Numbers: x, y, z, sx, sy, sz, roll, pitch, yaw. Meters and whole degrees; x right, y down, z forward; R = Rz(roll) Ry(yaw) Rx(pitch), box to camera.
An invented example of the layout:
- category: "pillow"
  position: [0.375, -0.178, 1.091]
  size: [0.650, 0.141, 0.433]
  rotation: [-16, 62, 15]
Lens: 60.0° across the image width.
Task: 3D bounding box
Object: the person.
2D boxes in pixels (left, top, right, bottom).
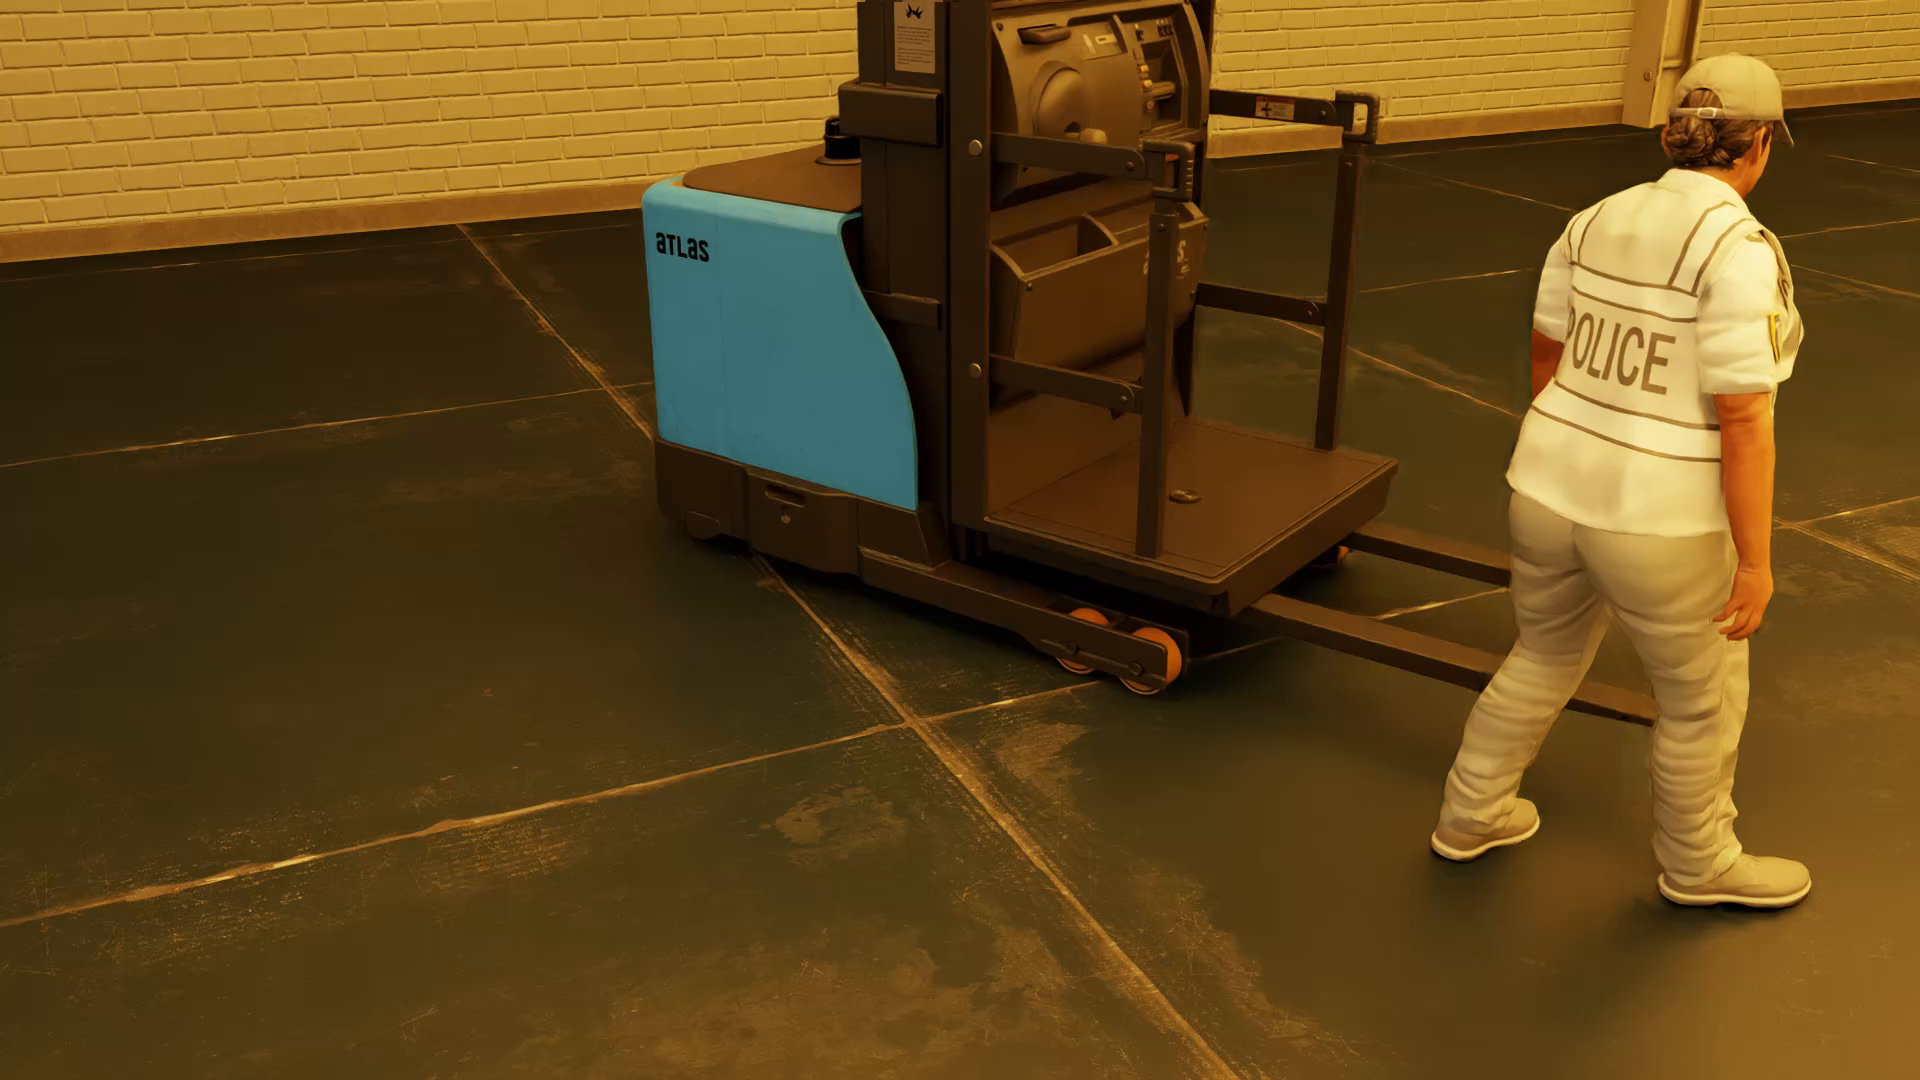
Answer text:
- category: "person"
  position: [1.343, -0.064, 3.138]
  size: [0.613, 1.643, 0.635]
  rotation: [-11, 25, -24]

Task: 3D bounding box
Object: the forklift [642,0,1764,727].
- category: "forklift"
  position: [0.548, -1.195, 4.164]
  size: [3.031, 2.935, 1.130]
  rotation: [16, 27, 34]
